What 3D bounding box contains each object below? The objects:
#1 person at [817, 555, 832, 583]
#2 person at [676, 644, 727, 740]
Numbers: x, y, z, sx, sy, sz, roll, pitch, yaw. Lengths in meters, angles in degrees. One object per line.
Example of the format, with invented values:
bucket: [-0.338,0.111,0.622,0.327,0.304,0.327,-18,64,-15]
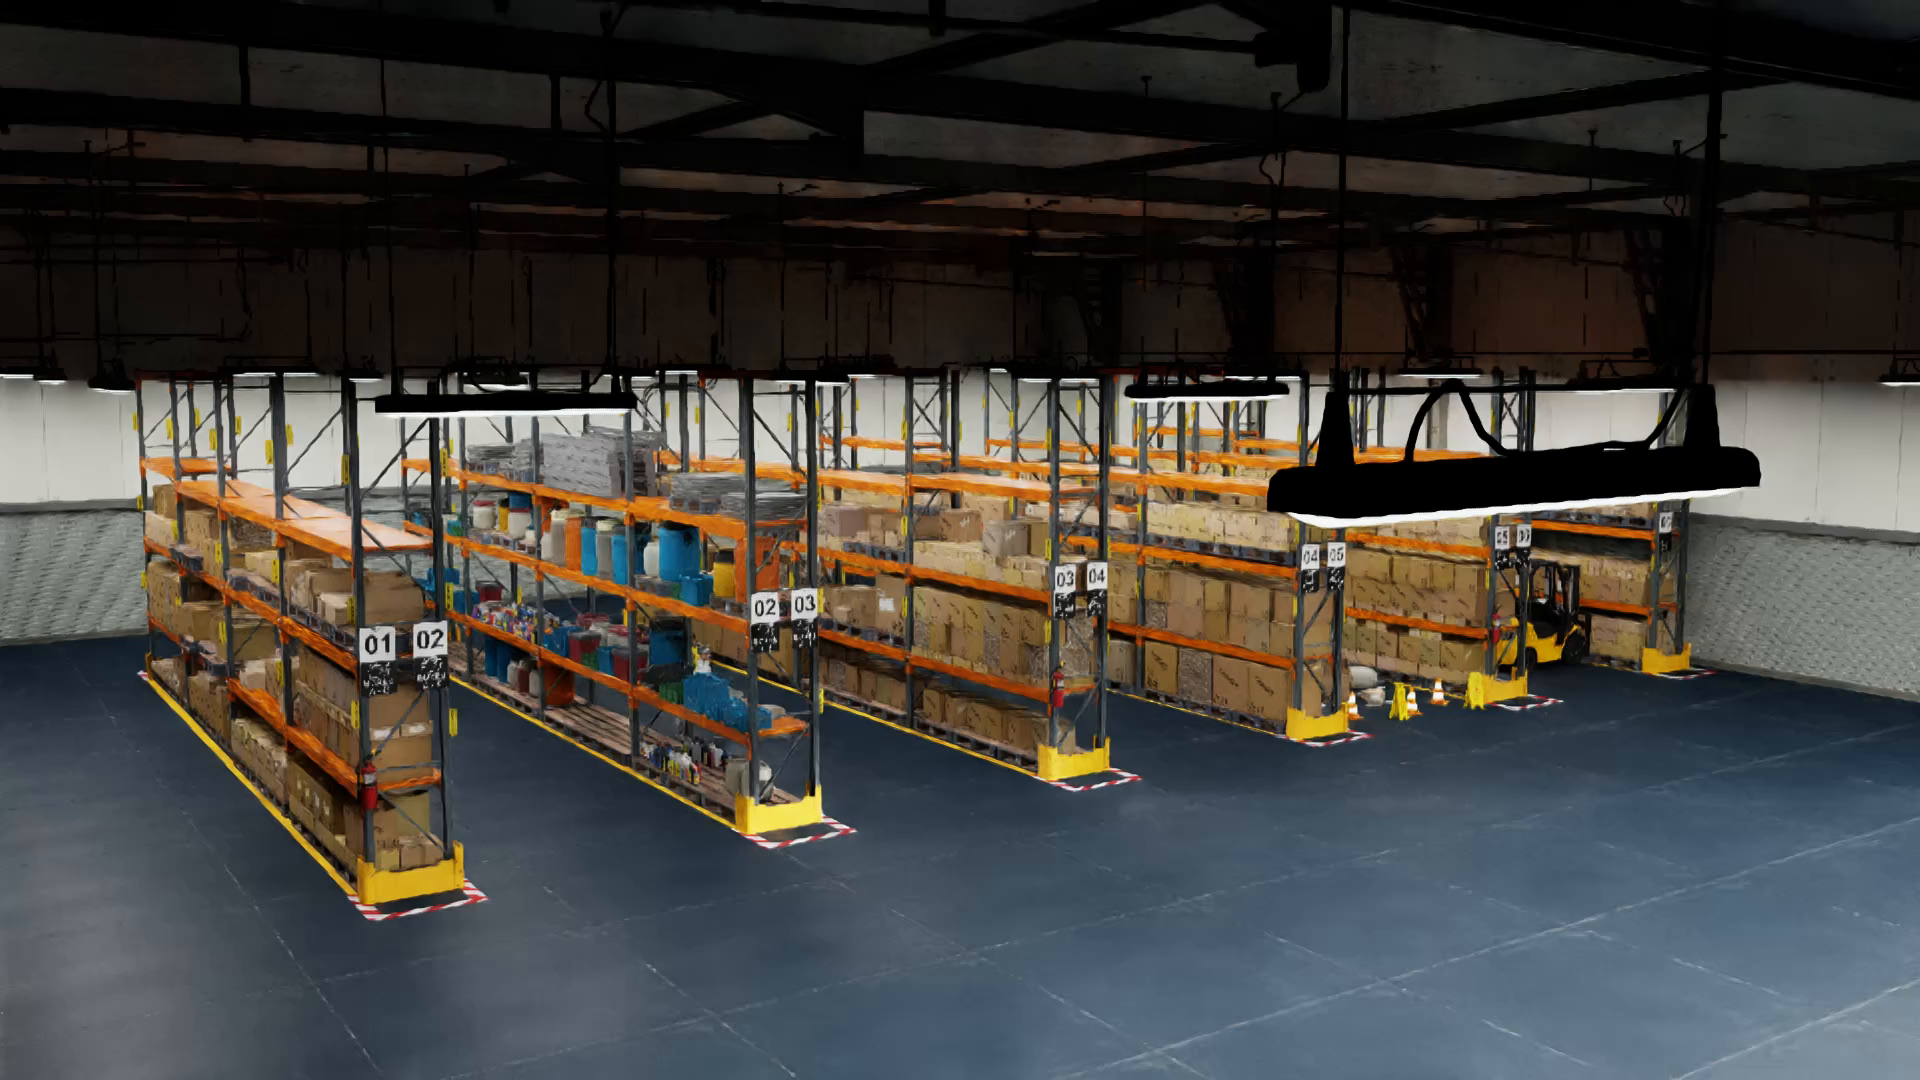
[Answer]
person: [-3.585,0.526,43.775,0.613,1.755,0.578,0,6,2]
person: [-4.257,2.466,27.139,0.794,1.612,0.643,5,8,38]
